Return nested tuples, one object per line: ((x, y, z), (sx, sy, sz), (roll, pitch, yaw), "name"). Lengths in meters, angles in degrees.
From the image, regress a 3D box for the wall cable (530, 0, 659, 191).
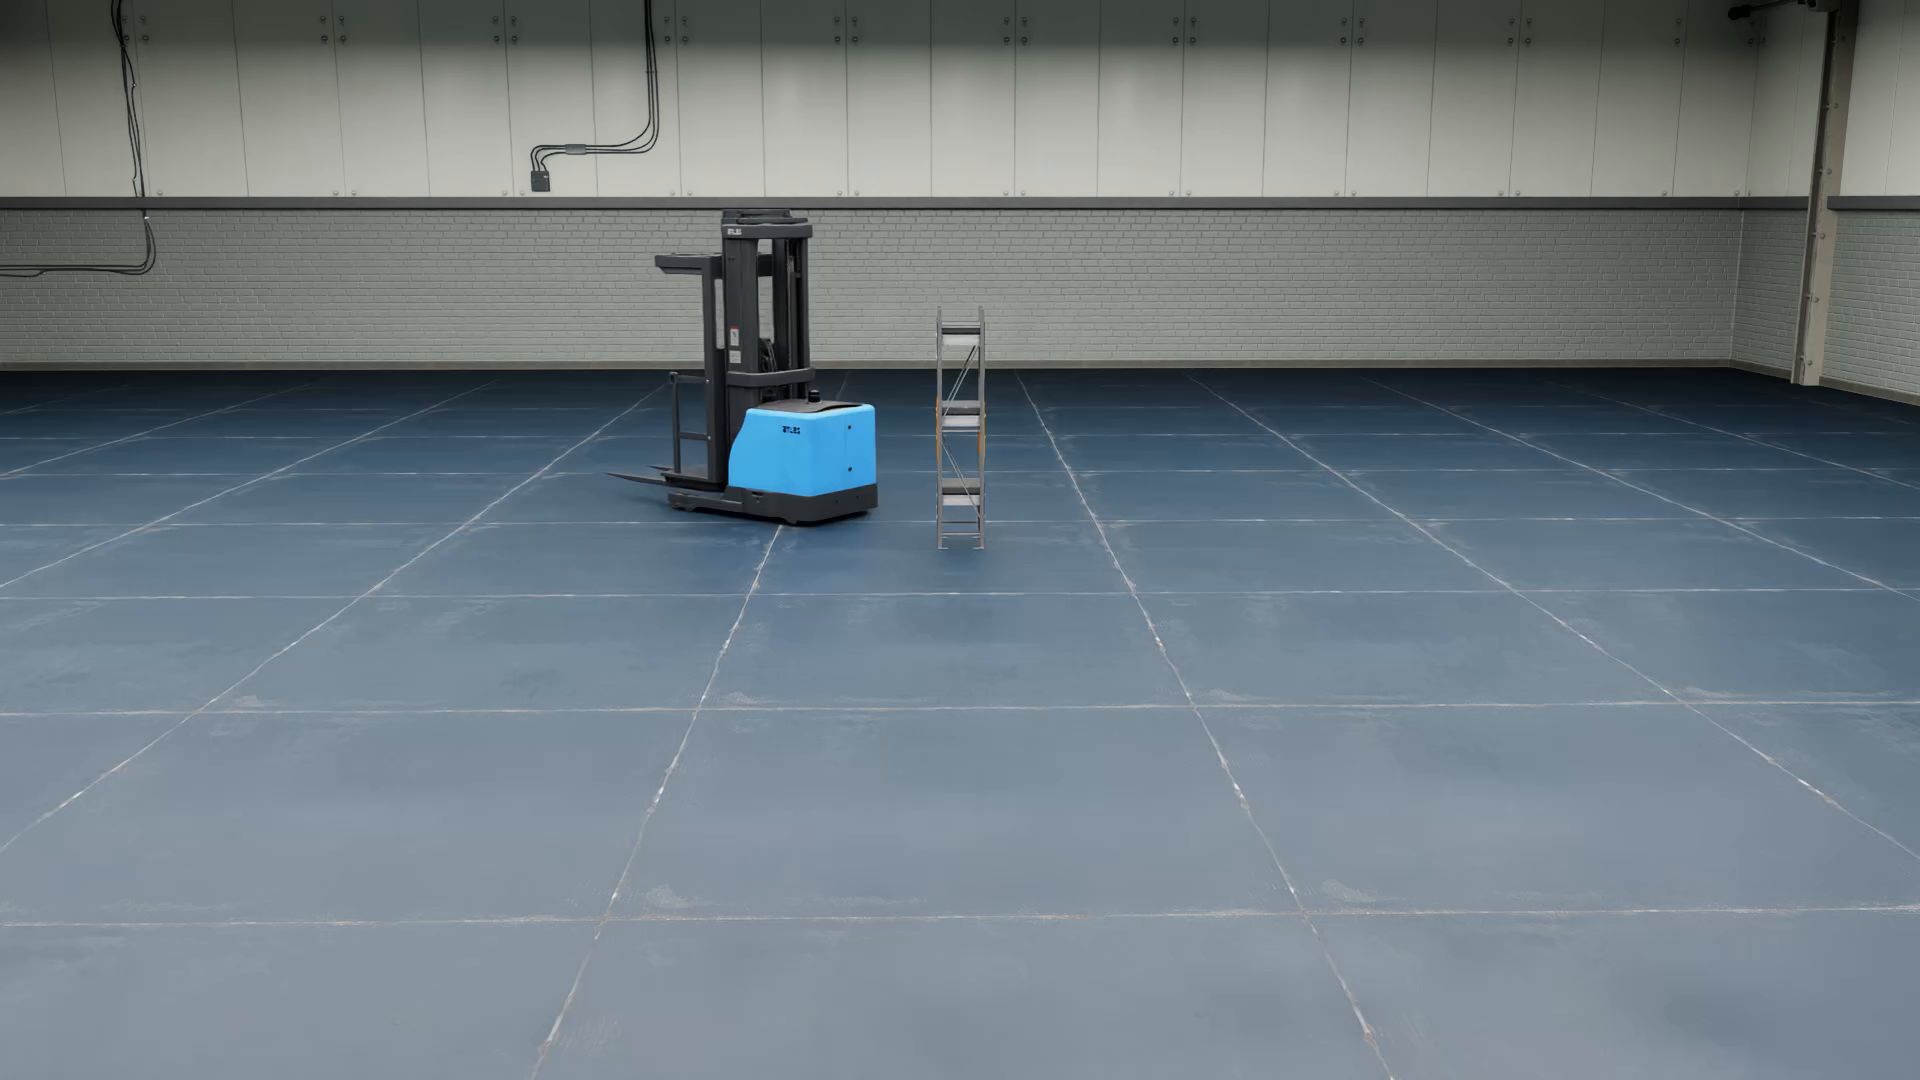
((-6.511, -9.197, 29.206), (2.305, 6.003, 0.169), (0, 11, -1), "wall cable")

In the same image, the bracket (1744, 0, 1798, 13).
((13.829, -9.232, 28.877), (0.076, 0.066, 3.189), (0, 11, -1), "bracket")

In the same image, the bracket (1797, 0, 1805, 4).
((13.866, -8.878, 27.133), (0.235, 0.232, 0.430), (0, 11, -1), "bracket")

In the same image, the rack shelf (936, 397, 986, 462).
((0.003, -0.983, 14.691), (0.431, 0.518, 0.480), (0, 11, -1), "rack shelf")

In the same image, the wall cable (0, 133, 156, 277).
((-16.003, -5.973, 29.676), (3.097, 2.526, 0.112), (0, 11, -1), "wall cable")

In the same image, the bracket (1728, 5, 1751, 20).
((13.817, -9.349, 29.456), (0.235, 0.232, 0.430), (0, 11, -1), "bracket")

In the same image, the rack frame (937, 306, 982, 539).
((-0.002, -1.045, 14.927), (0.400, 2.100, 0.015), (0, 11, -1), "rack frame")

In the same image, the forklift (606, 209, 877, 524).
((-2.296, -1.793, 16.526), (3.031, 2.935, 1.130), (8, 14, 36), "forklift")

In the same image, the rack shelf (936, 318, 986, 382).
((0.003, -1.669, 14.552), (0.431, 0.518, 0.480), (0, 11, -1), "rack shelf")

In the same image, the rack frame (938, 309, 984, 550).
((0.008, -0.948, 14.449), (0.400, 2.100, 0.015), (0, 11, -1), "rack frame")

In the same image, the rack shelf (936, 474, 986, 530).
((0.003, -0.297, 14.830), (0.431, 0.518, 0.480), (0, 11, -1), "rack shelf")

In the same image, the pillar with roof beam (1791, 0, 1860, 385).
((9.925, -7.015, 27.005), (9.100, 9.000, 0.548), (0, 11, -1), "pillar with roof beam")

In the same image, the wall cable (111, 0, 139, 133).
((-13.298, -8.459, 29.229), (3.097, 2.526, 0.112), (0, 11, -1), "wall cable")

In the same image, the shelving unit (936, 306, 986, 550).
((0.003, -0.996, 14.688), (0.431, 2.100, 0.503), (0, 11, -1), "shelving unit")
